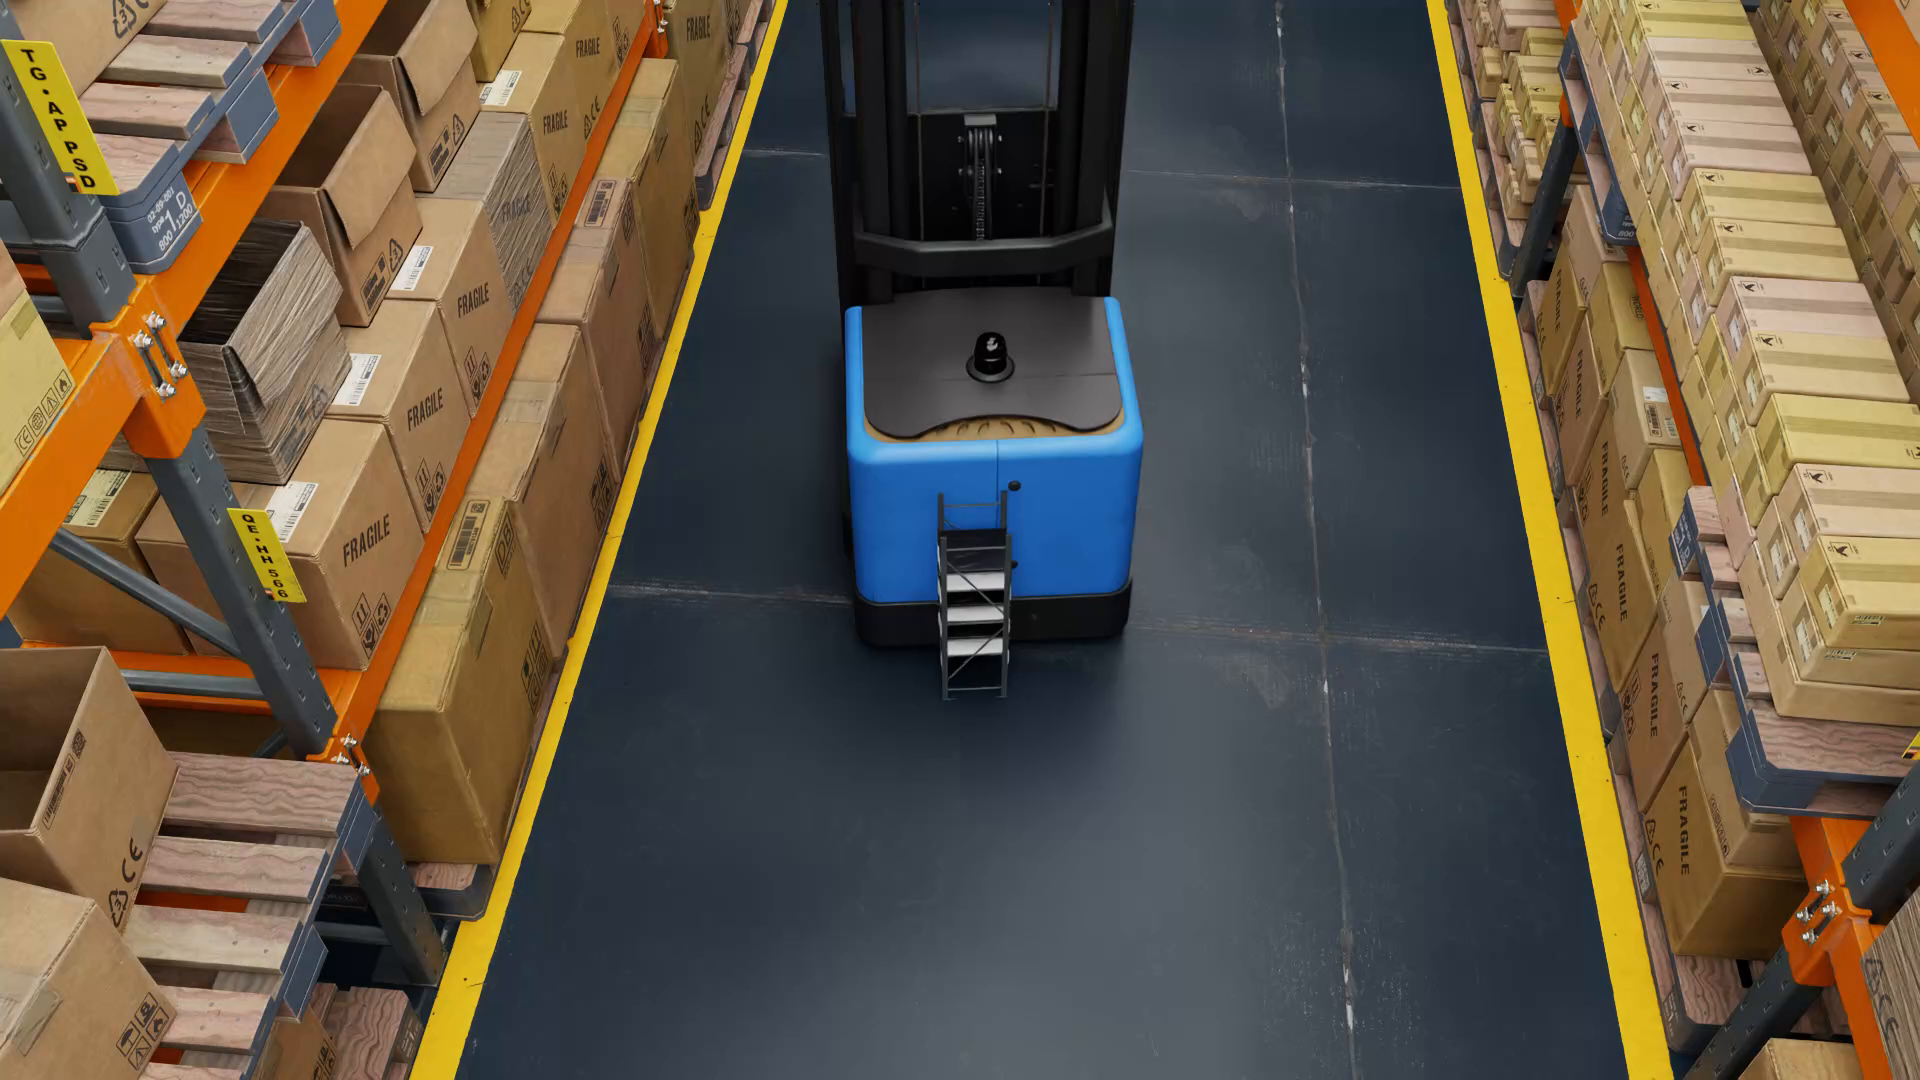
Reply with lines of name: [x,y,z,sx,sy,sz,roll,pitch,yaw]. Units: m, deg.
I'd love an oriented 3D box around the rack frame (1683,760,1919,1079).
rack frame: [2.728,0.782,4.028,0.949,2.616,0.053,4,48,4]

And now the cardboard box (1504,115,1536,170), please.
cardboard box: [2.820,-1.889,7.917,0.380,0.149,0.250,2,48,2]

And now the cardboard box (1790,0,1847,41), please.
cardboard box: [3.230,-1.909,5.972,0.380,0.149,0.250,3,48,2]

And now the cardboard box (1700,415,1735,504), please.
cardboard box: [2.392,-0.222,4.832,0.380,0.149,0.250,3,48,3]

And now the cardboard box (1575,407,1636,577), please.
cardboard box: [2.683,-0.155,6.294,0.500,0.500,0.500,5,48,4]

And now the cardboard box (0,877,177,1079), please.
cardboard box: [-2.160,1.015,3.462,0.700,0.500,0.500,10,48,9]

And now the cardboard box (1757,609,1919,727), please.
cardboard box: [2.318,0.332,4.325,0.380,0.149,0.250,5,48,4]

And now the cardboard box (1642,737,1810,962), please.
cardboard box: [2.530,0.983,5.253,0.500,0.500,0.500,4,48,3]

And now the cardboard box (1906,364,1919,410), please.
cardboard box: [3.066,-0.379,4.976,0.380,0.149,0.250,5,48,5]

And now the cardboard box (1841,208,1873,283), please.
cardboard box: [3.141,-0.951,5.499,0.380,0.149,0.250,6,48,5]

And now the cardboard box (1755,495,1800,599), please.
cardboard box: [2.345,0.035,4.395,0.380,0.149,0.250,5,48,5]

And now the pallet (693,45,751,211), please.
pallet: [-1.687,-2.177,8.624,1.003,0.211,1.213,4,48,4]

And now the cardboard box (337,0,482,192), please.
cardboard box: [-2.000,-1.506,5.373,0.797,0.503,0.637,5,48,5]

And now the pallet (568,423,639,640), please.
pallet: [-1.939,-0.153,6.773,1.003,0.211,1.213,4,48,4]

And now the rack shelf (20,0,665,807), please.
rack shelf: [-2.017,-0.852,6.010,1.077,0.370,4.000,4,48,4]

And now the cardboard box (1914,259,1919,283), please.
cardboard box: [3.084,-0.768,4.928,0.380,0.149,0.250,5,48,5]

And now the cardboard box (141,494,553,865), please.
cardboard box: [-2.116,0.444,5.492,1.225,0.875,0.875,2,48,2]

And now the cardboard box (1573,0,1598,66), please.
cardboard box: [2.601,-1.955,6.417,0.380,0.149,0.250,2,48,2]

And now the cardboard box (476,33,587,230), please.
cardboard box: [-1.698,-1.489,6.037,0.500,0.500,0.500,3,48,3]

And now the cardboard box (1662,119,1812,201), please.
cardboard box: [2.485,-1.206,5.329,0.380,0.149,0.250,5,48,5]

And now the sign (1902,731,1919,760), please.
sign: [2.190,0.389,3.657,0.100,0.325,0.005,4,48,4]

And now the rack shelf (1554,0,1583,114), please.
rack shelf: [3.278,-3.384,8.326,1.077,0.370,4.000,4,48,4]

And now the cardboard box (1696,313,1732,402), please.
cardboard box: [2.415,-0.525,4.907,0.380,0.149,0.250,4,48,3]

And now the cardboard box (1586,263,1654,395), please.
cardboard box: [2.719,-0.791,6.368,0.500,0.250,0.500,5,48,5]

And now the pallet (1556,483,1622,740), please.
pallet: [2.917,0.255,6.399,1.003,0.211,1.213,4,48,4]

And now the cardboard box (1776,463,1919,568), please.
cardboard box: [2.344,-0.051,4.272,0.380,0.149,0.250,3,48,3]

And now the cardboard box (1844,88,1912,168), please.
cardboard box: [3.154,-1.346,5.457,0.380,0.149,0.250,2,48,2]

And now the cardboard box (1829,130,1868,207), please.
cardboard box: [3.162,-1.241,5.562,0.380,0.149,0.250,2,48,2]

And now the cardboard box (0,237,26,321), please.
cardboard box: [-1.994,-0.473,2.736,0.500,0.500,0.500,5,48,5]

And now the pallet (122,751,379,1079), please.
pallet: [-2.158,0.970,3.986,1.213,0.211,1.003,4,48,4]

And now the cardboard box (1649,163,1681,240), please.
cardboard box: [2.487,-1.091,5.425,0.380,0.149,0.250,3,48,3]

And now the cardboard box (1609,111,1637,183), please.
cardboard box: [2.531,-1.383,5.894,0.380,0.149,0.250,4,48,4]

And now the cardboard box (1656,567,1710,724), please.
cardboard box: [2.567,0.339,5.334,0.500,0.250,0.500,4,48,4]

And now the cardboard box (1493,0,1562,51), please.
cardboard box: [2.902,-2.581,8.348,0.380,0.149,0.250,2,48,2]

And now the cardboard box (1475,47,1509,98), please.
cardboard box: [2.886,-2.408,8.593,0.380,0.149,0.250,4,48,3]

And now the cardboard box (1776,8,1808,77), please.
cardboard box: [3.233,-1.815,6.087,0.380,0.149,0.250,4,48,4]

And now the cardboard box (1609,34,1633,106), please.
cardboard box: [2.557,-1.676,5.960,0.380,0.149,0.250,5,48,4]

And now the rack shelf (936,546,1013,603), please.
rack shelf: [0.049,0.116,5.861,0.258,0.077,0.200,-2,48,-2]

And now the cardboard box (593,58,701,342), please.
cardboard box: [-1.873,-1.518,7.287,1.225,0.875,0.875,4,48,4]

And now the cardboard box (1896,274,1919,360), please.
cardboard box: [3.091,-0.663,5.034,0.380,0.149,0.250,3,48,3]

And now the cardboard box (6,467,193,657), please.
cardboard box: [-2.401,-0.039,4.711,0.500,0.500,0.500,5,48,5]

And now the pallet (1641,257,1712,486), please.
pallet: [2.870,-0.610,5.431,1.003,0.211,1.213,4,48,4]

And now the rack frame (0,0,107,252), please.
rack frame: [-2.199,-1.650,2.187,1.000,3.000,0.127,4,48,4]

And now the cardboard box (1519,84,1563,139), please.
cardboard box: [2.852,-2.007,7.823,0.380,0.149,0.250,4,48,4]

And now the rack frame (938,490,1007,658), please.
rack frame: [0.043,0.140,6.038,0.240,0.900,0.006,-2,48,-2]

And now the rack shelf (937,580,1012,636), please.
rack shelf: [0.049,0.238,5.994,0.258,0.077,0.200,-2,48,-2]

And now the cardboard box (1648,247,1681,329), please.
cardboard box: [2.462,-0.811,5.370,0.380,0.149,0.250,2,48,2]

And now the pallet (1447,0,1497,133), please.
pallet: [3.230,-2.611,9.021,1.003,0.211,1.213,4,48,4]

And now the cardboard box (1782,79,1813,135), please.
cardboard box: [3.209,-1.535,6.033,0.380,0.149,0.250,4,48,3]

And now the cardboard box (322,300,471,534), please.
cardboard box: [-1.839,-0.377,5.020,0.500,0.500,0.500,3,48,2]

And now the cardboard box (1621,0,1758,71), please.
cardboard box: [2.556,-1.763,5.838,0.380,0.149,0.250,4,48,4]

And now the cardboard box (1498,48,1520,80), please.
cardboard box: [2.951,-2.454,8.433,0.380,0.149,0.250,5,48,4]

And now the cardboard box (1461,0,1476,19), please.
cardboard box: [2.965,-2.980,9.116,0.380,0.149,0.250,2,48,2]

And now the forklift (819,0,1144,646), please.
forklift: [0.043,-1.672,6.318,1.130,2.935,3.031,-2,48,-2]

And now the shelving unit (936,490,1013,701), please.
shelving unit: [0.049,0.215,5.969,0.258,0.900,0.210,-2,48,-2]

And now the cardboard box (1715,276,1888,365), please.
cardboard box: [2.416,-0.616,4.789,0.380,0.149,0.250,4,48,4]
